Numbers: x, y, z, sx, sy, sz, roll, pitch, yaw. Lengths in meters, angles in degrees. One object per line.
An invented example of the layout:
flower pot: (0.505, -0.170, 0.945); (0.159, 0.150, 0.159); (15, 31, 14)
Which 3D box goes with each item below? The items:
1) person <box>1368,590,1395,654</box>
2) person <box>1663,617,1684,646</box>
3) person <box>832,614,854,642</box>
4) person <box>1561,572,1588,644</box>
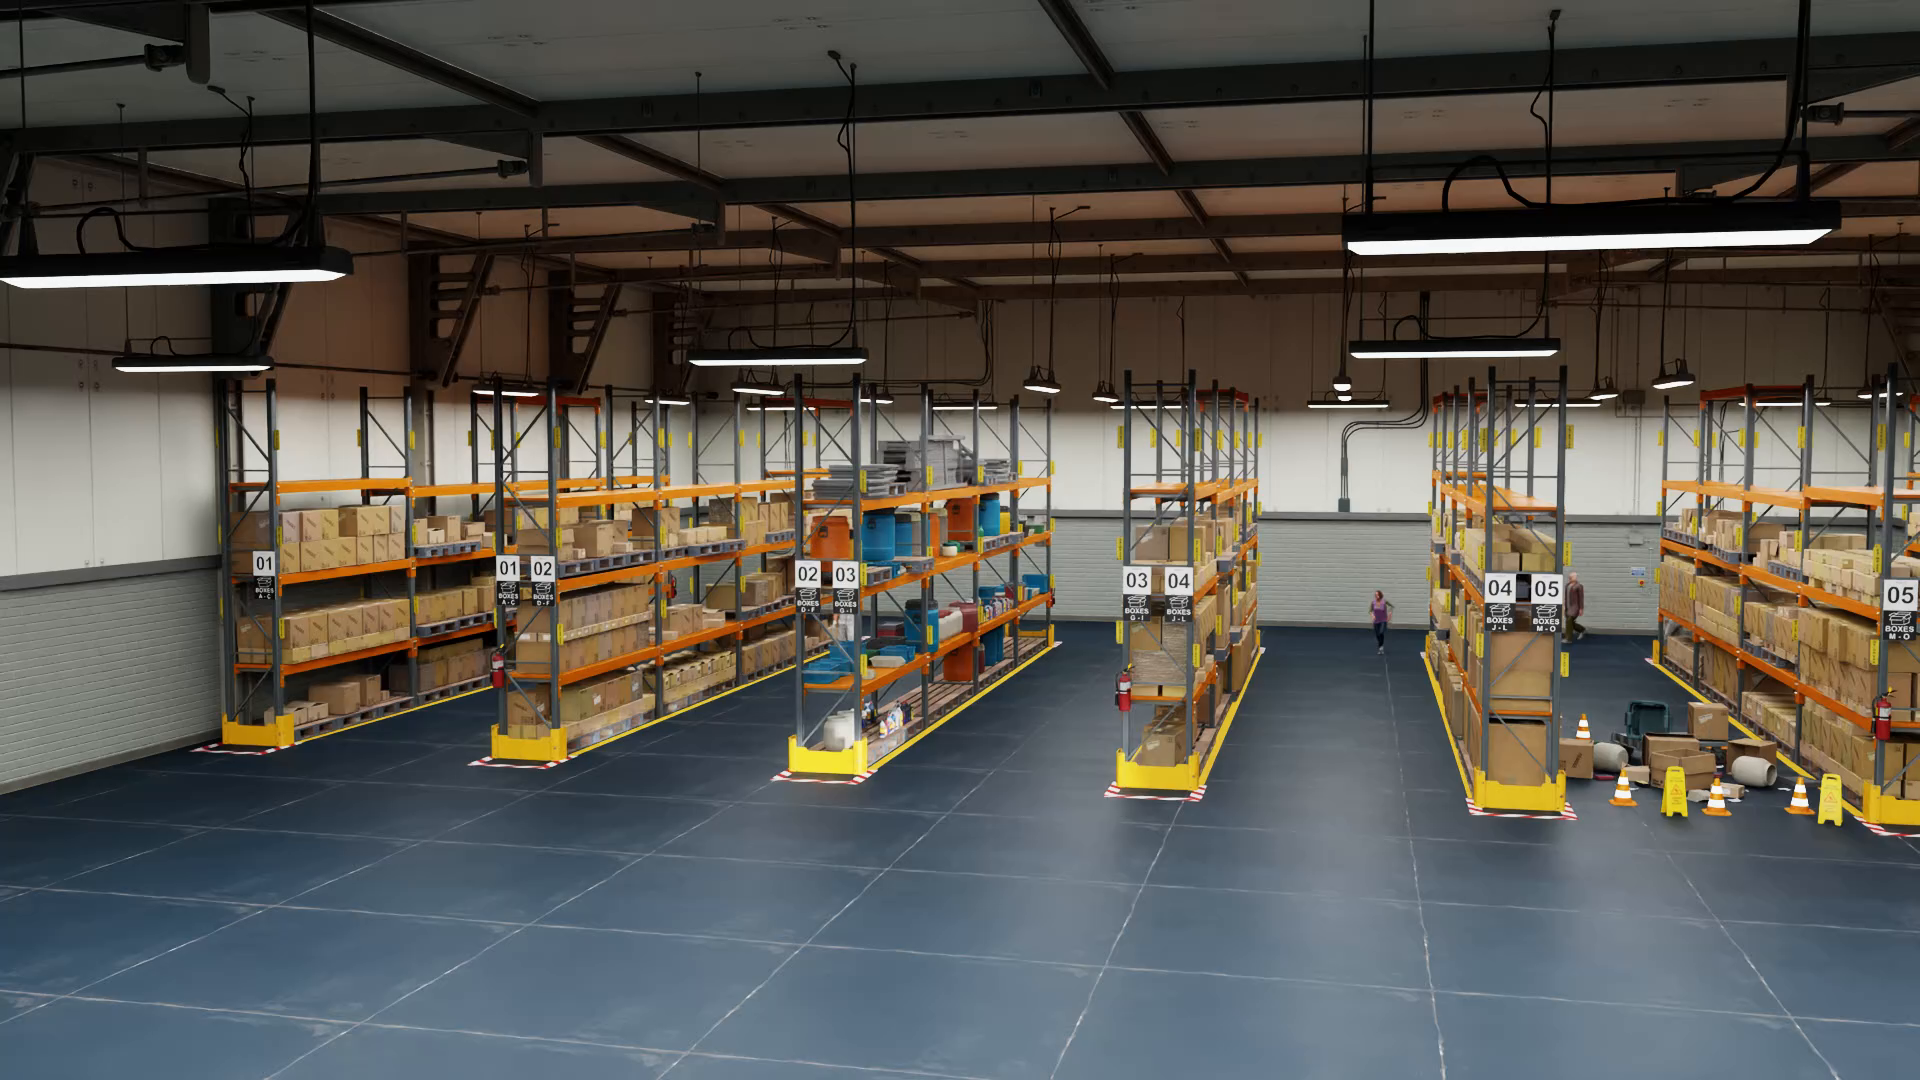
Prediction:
person: (9.817, 1.918, 38.720); (0.582, 1.486, 0.792); (2, 4, 25)
person: (16.548, 1.825, 38.399); (0.964, 1.742, 0.540); (0, 3, 8)
person: (-2.434, 1.770, 35.474); (0.525, 1.653, 1.063); (1, 3, 8)
person: (15.117, 1.660, 40.899); (0.940, 1.749, 0.578); (-1, 4, -19)
